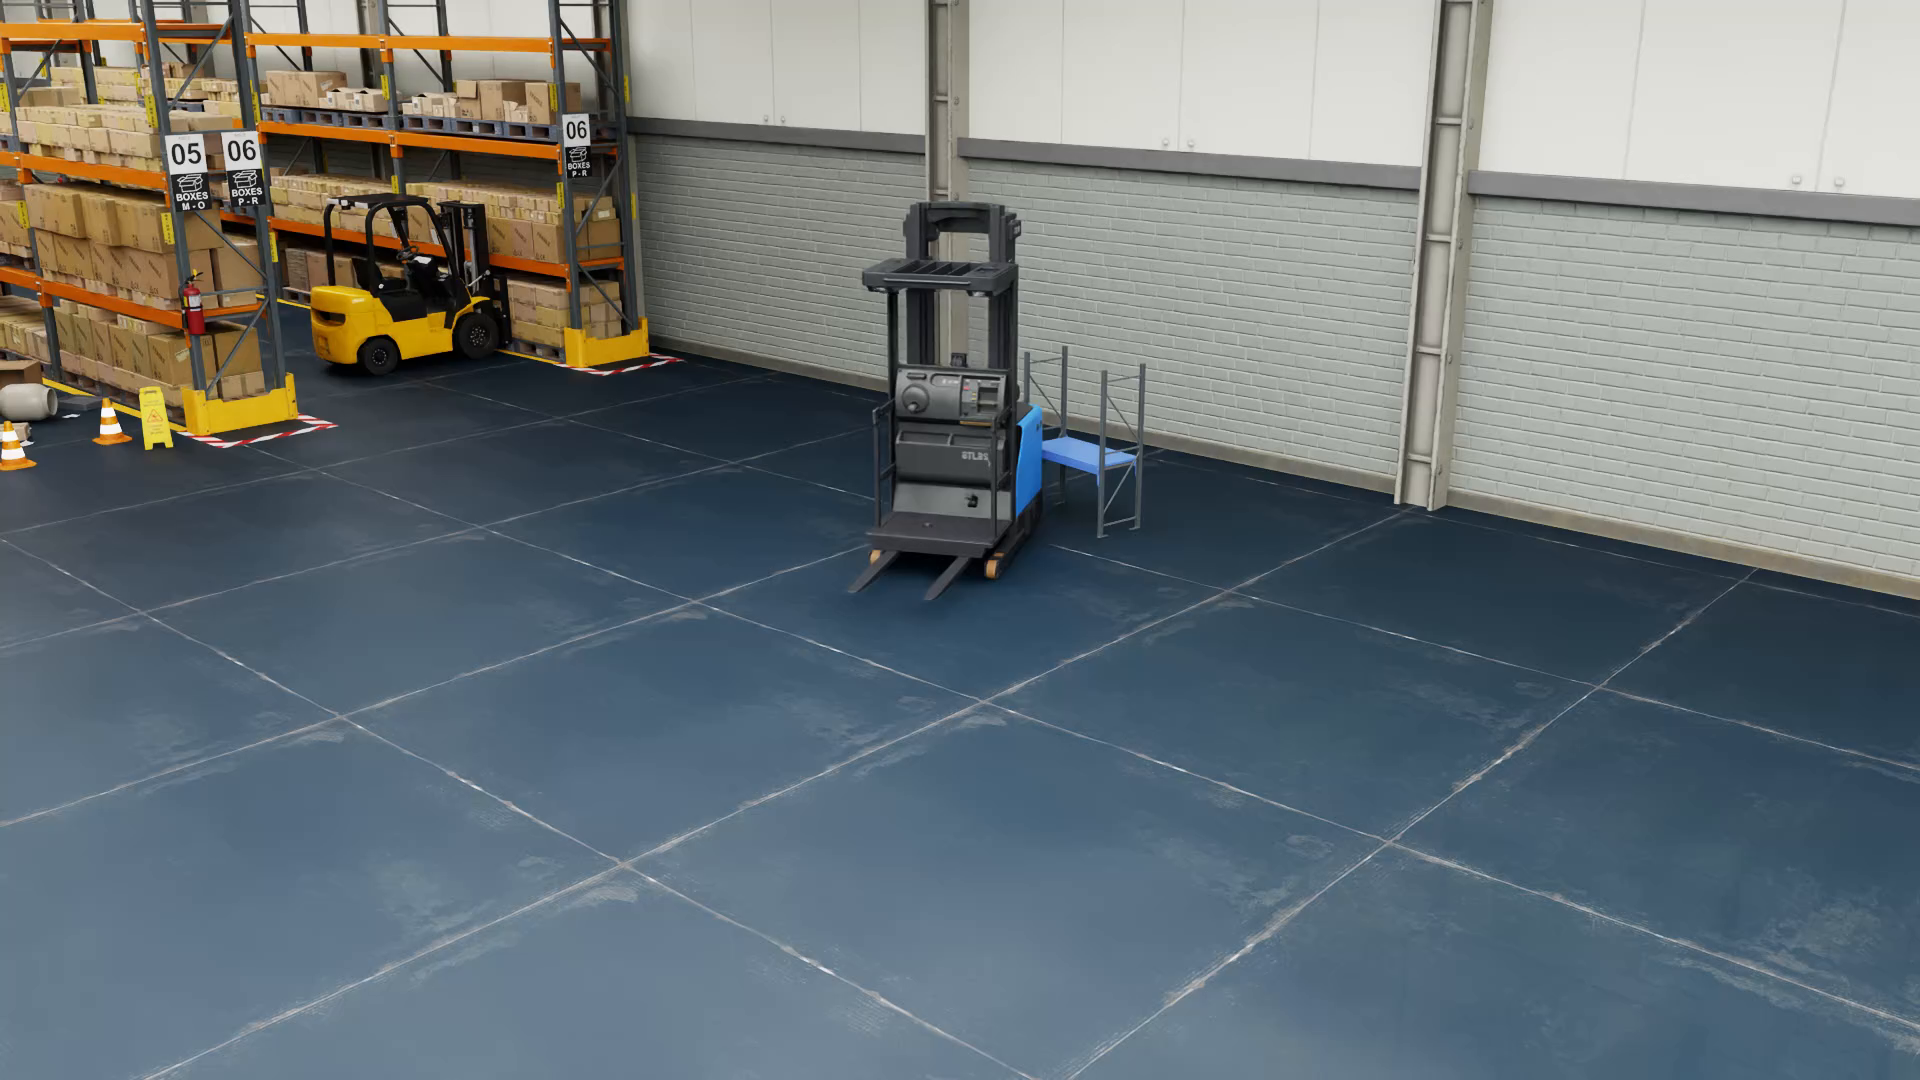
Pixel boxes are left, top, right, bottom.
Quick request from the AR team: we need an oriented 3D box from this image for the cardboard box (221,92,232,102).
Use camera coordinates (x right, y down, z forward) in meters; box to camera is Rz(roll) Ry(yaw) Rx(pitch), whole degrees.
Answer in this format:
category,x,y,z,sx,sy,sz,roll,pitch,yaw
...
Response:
category,x,y,z,sx,sy,sz,roll,pitch,yaw
cardboard box,-11.692,-7.164,26.858,0.250,0.149,0.380,15,23,39

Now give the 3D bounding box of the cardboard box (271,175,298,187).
category,x,y,z,sx,sy,sz,roll,pitch,yaw
cardboard box,-10.648,-5.671,26.283,0.250,0.149,0.380,16,24,41

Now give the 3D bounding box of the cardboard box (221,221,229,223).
category,x,y,z,sx,sy,sz,roll,pitch,yaw
cardboard box,-13.216,-5.557,29.528,0.250,0.149,0.380,14,22,37

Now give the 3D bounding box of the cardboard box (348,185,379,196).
category,x,y,z,sx,sy,sz,roll,pitch,yaw
cardboard box,-8.894,-5.215,24.847,0.250,0.149,0.380,14,23,38

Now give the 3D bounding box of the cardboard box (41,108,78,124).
category,x,y,z,sx,sy,sz,roll,pitch,yaw
cardboard box,-10.388,-4.911,19.265,0.250,0.149,0.380,15,23,39

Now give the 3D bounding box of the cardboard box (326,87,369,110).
category,x,y,z,sx,sy,sz,roll,pitch,yaw
cardboard box,-8.977,-6.521,24.528,0.500,0.311,0.500,14,22,37

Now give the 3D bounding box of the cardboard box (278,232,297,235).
category,x,y,z,sx,sy,sz,roll,pitch,yaw
cardboard box,-11.436,-5.104,28.102,0.250,0.149,0.380,14,22,37

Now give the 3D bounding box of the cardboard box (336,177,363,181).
category,x,y,z,sx,sy,sz,roll,pitch,yaw
cardboard box,-9.517,-5.585,26.014,0.250,0.149,0.380,15,23,39

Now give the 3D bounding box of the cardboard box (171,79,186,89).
category,x,y,z,sx,sy,sz,roll,pitch,yaw
cardboard box,-12.902,-7.606,27.725,0.250,0.149,0.380,15,23,40

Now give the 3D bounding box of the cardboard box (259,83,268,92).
category,x,y,z,sx,sy,sz,roll,pitch,yaw
cardboard box,-11.145,-7.137,26.278,0.250,0.149,0.380,16,24,41

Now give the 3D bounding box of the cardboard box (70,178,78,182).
category,x,y,z,sx,sy,sz,roll,pitch,yaw
cardboard box,-16.611,-6.803,31.504,0.250,0.149,0.380,15,23,39

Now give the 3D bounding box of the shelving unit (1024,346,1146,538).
category,x,y,z,sx,sy,sz,roll,pitch,yaw
shelving unit,1.100,-0.901,14.971,0.538,1.500,1.048,-13,22,-36

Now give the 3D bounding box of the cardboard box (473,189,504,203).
category,x,y,z,sx,sy,sz,roll,pitch,yaw
cardboard box,-6.444,-4.722,22.802,0.250,0.149,0.380,15,23,39

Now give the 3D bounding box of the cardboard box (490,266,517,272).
category,x,y,z,sx,sy,sz,roll,pitch,yaw
cardboard box,-6.445,-3.749,23.665,0.500,0.250,0.500,15,23,40

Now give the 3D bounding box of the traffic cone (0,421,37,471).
category,x,y,z,sx,sy,sz,roll,pitch,yaw
traffic cone,-9.660,-0.980,16.935,0.334,0.463,0.336,15,23,39

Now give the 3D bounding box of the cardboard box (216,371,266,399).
category,x,y,z,sx,sy,sz,roll,pitch,yaw
cardboard box,-8.419,-1.828,19.265,0.500,0.250,0.500,15,23,39

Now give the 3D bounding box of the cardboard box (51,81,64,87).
category,x,y,z,sx,sy,sz,roll,pitch,yaw
cardboard box,-16.524,-8.400,30.918,0.500,0.250,0.500,15,23,39

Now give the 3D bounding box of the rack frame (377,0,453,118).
category,x,y,z,sx,sy,sz,roll,pitch,yaw
rack frame,-7.699,-7.501,23.370,0.127,3.000,1.000,15,23,39

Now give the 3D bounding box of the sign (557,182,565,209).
category,x,y,z,sx,sy,sz,roll,pitch,yaw
sign,-5.078,-4.383,21.158,0.005,0.325,0.100,15,23,39

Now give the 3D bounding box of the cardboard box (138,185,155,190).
category,x,y,z,sx,sy,sz,roll,pitch,yaw
cardboard box,-14.226,-6.365,29.465,0.500,0.250,0.500,16,23,41

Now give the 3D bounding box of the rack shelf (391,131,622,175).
category,x,y,z,sx,sy,sz,roll,pitch,yaw
rack shelf,-6.204,-5.326,22.667,4.000,0.370,1.077,15,23,39

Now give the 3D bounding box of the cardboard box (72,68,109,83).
category,x,y,z,sx,sy,sz,roll,pitch,yaw
cardboard box,-15.757,-8.439,30.215,0.500,0.250,0.500,15,23,38

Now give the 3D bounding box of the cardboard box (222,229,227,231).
category,x,y,z,sx,sy,sz,roll,pitch,yaw
cardboard box,-12.757,-5.236,28.516,0.250,0.149,0.380,15,23,39

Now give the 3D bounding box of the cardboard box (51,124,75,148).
category,x,y,z,sx,sy,sz,roll,pitch,yaw
cardboard box,-10.086,-4.662,19.141,0.500,0.250,0.500,15,23,40

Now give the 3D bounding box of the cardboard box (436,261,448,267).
category,x,y,z,sx,sy,sz,roll,pitch,yaw
cardboard box,-7.546,-3.839,23.949,0.500,0.250,0.500,15,23,38

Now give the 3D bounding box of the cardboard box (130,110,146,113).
category,x,y,z,sx,sy,sz,roll,pitch,yaw
cardboard box,-9.247,-4.834,19.025,0.250,0.149,0.380,16,23,40

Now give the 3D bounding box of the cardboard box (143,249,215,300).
category,x,y,z,sx,sy,sz,roll,pitch,yaw
cardboard box,-8.588,-2.950,18.292,0.500,0.500,0.500,15,23,38

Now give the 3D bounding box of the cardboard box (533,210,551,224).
category,x,y,z,sx,sy,sz,roll,pitch,yaw
cardboard box,-5.364,-4.246,21.793,0.250,0.149,0.380,16,23,40

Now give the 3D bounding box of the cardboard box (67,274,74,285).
category,x,y,z,sx,sy,sz,roll,pitch,yaw
cardboard box,-10.526,-3.176,20.077,0.250,0.149,0.380,15,23,39

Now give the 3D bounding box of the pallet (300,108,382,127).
category,x,y,z,sx,sy,sz,roll,pitch,yaw
pallet,-9.286,-6.444,25.312,1.213,0.211,1.003,16,24,42

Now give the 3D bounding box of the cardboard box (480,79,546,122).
category,x,y,z,sx,sy,sz,roll,pitch,yaw
cardboard box,-5.900,-5.825,22.025,0.500,0.500,0.700,15,23,40

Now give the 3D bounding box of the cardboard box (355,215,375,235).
category,x,y,z,sx,sy,sz,roll,pitch,yaw
cardboard box,-8.630,-4.711,24.746,0.500,0.250,0.500,15,23,39

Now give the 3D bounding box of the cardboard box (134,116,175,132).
category,x,y,z,sx,sy,sz,roll,pitch,yaw
cardboard box,-8.616,-4.466,17.863,0.250,0.149,0.380,16,23,40

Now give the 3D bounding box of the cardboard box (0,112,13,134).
category,x,y,z,sx,sy,sz,roll,pitch,yaw
cardboard box,-11.524,-5.160,20.508,0.500,0.250,0.500,14,23,38

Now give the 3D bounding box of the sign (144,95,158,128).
category,x,y,z,sx,sy,sz,roll,pitch,yaw
sign,-8.383,-4.444,17.235,0.005,0.325,0.100,15,23,39

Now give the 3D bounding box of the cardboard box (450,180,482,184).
category,x,y,z,sx,sy,sz,roll,pitch,yaw
cardboard box,-7.100,-5.084,23.944,0.250,0.149,0.380,14,23,38

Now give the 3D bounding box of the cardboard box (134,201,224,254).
category,x,y,z,sx,sy,sz,roll,pitch,yaw
cardboard box,-8.527,-3.433,18.162,0.500,0.500,0.700,14,23,38

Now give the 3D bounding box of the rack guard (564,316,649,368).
category,x,y,z,sx,sy,sz,roll,pitch,yaw
rack guard,-4.690,-2.642,22.109,0.348,0.500,1.175,15,23,39

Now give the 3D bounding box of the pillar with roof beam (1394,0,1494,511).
category,x,y,z,sx,sy,sz,roll,pitch,yaw
pillar with roof beam,1.488,-3.658,11.261,0.400,9.000,9.100,15,23,39

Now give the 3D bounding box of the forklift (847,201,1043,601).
category,x,y,z,sx,sy,sz,roll,pitch,yaw
forklift,-0.133,-1.202,13.555,1.130,2.935,3.031,5,18,15

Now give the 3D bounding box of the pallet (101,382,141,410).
category,x,y,z,sx,sy,sz,roll,pitch,yaw
pallet,-9.549,-1.817,19.987,1.213,0.211,1.003,15,23,39

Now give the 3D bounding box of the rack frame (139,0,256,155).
category,x,y,z,sx,sy,sz,roll,pitch,yaw
rack frame,-8.000,-5.574,17.298,0.127,3.000,1.000,15,23,39

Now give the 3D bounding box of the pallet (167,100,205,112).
category,x,y,z,sx,sy,sz,roll,pitch,yaw
pallet,-12.464,-7.233,27.797,1.003,0.211,1.213,15,23,39

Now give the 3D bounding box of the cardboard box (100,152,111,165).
category,x,y,z,sx,sy,sz,roll,pitch,yaw
cardboard box,-9.391,-4.296,18.646,0.250,0.149,0.380,14,22,38

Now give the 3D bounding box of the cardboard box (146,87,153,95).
category,x,y,z,sx,sy,sz,roll,pitch,yaw
cardboard box,-13.553,-7.595,28.183,0.250,0.149,0.380,15,23,40

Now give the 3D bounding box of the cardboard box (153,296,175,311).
category,x,y,z,sx,sy,sz,roll,pitch,yaw
cardboard box,-8.684,-2.647,18.409,0.250,0.149,0.380,15,23,39

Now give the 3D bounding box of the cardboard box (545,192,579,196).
category,x,y,z,sx,sy,sz,roll,pitch,yaw
cardboard box,-5.372,-4.615,22.467,0.250,0.149,0.380,15,23,40

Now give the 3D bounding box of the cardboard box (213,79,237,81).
category,x,y,z,sx,sy,sz,roll,pitch,yaw
cardboard box,-12.211,-7.610,27.736,0.250,0.149,0.380,16,23,41

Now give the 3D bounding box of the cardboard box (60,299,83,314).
category,x,y,z,sx,sy,sz,roll,pitch,yaw
cardboard box,-10.676,-2.855,20.189,0.250,0.149,0.380,15,23,40

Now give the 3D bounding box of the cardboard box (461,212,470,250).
category,x,y,z,sx,sy,sz,roll,pitch,yaw
cardboard box,-6.761,-4.338,23.158,0.500,0.500,0.500,15,23,39

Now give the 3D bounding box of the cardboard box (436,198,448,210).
category,x,y,z,sx,sy,sz,roll,pitch,yaw
cardboard box,-7.092,-4.711,23.258,0.250,0.149,0.380,16,23,40

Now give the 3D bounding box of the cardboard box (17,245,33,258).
category,x,y,z,sx,sy,sz,roll,pitch,yaw
cardboard box,-11.559,-3.639,20.839,0.250,0.149,0.380,15,23,40
